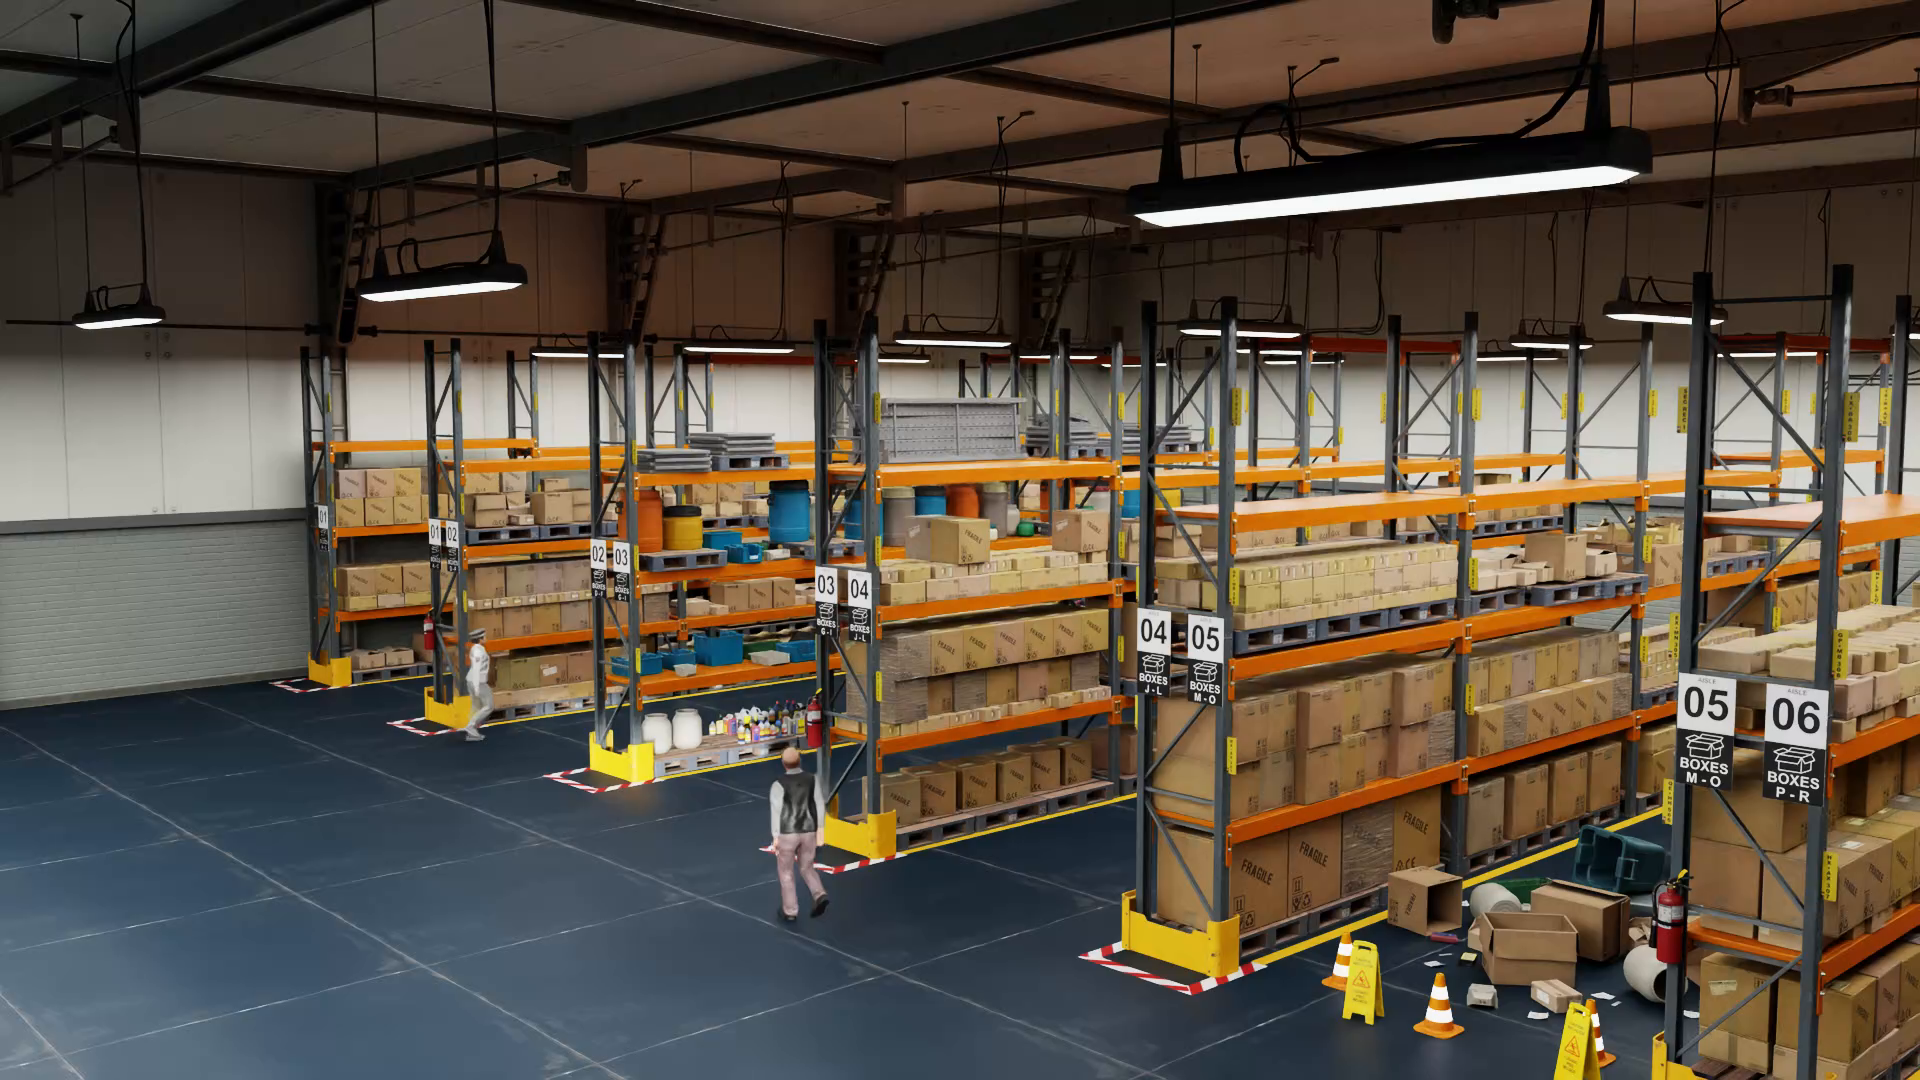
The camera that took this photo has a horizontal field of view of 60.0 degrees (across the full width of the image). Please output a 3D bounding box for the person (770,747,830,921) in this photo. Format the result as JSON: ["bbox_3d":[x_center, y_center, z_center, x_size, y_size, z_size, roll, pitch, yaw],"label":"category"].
[{"bbox_3d":[-1.559,2.881,16.195,0.542,1.709,0.688,-3,6,-32],"label":"person"}]

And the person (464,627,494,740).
[{"bbox_3d":[-7.207,2.145,24.768,0.467,1.675,0.526,-3,6,-33],"label":"person"}]
